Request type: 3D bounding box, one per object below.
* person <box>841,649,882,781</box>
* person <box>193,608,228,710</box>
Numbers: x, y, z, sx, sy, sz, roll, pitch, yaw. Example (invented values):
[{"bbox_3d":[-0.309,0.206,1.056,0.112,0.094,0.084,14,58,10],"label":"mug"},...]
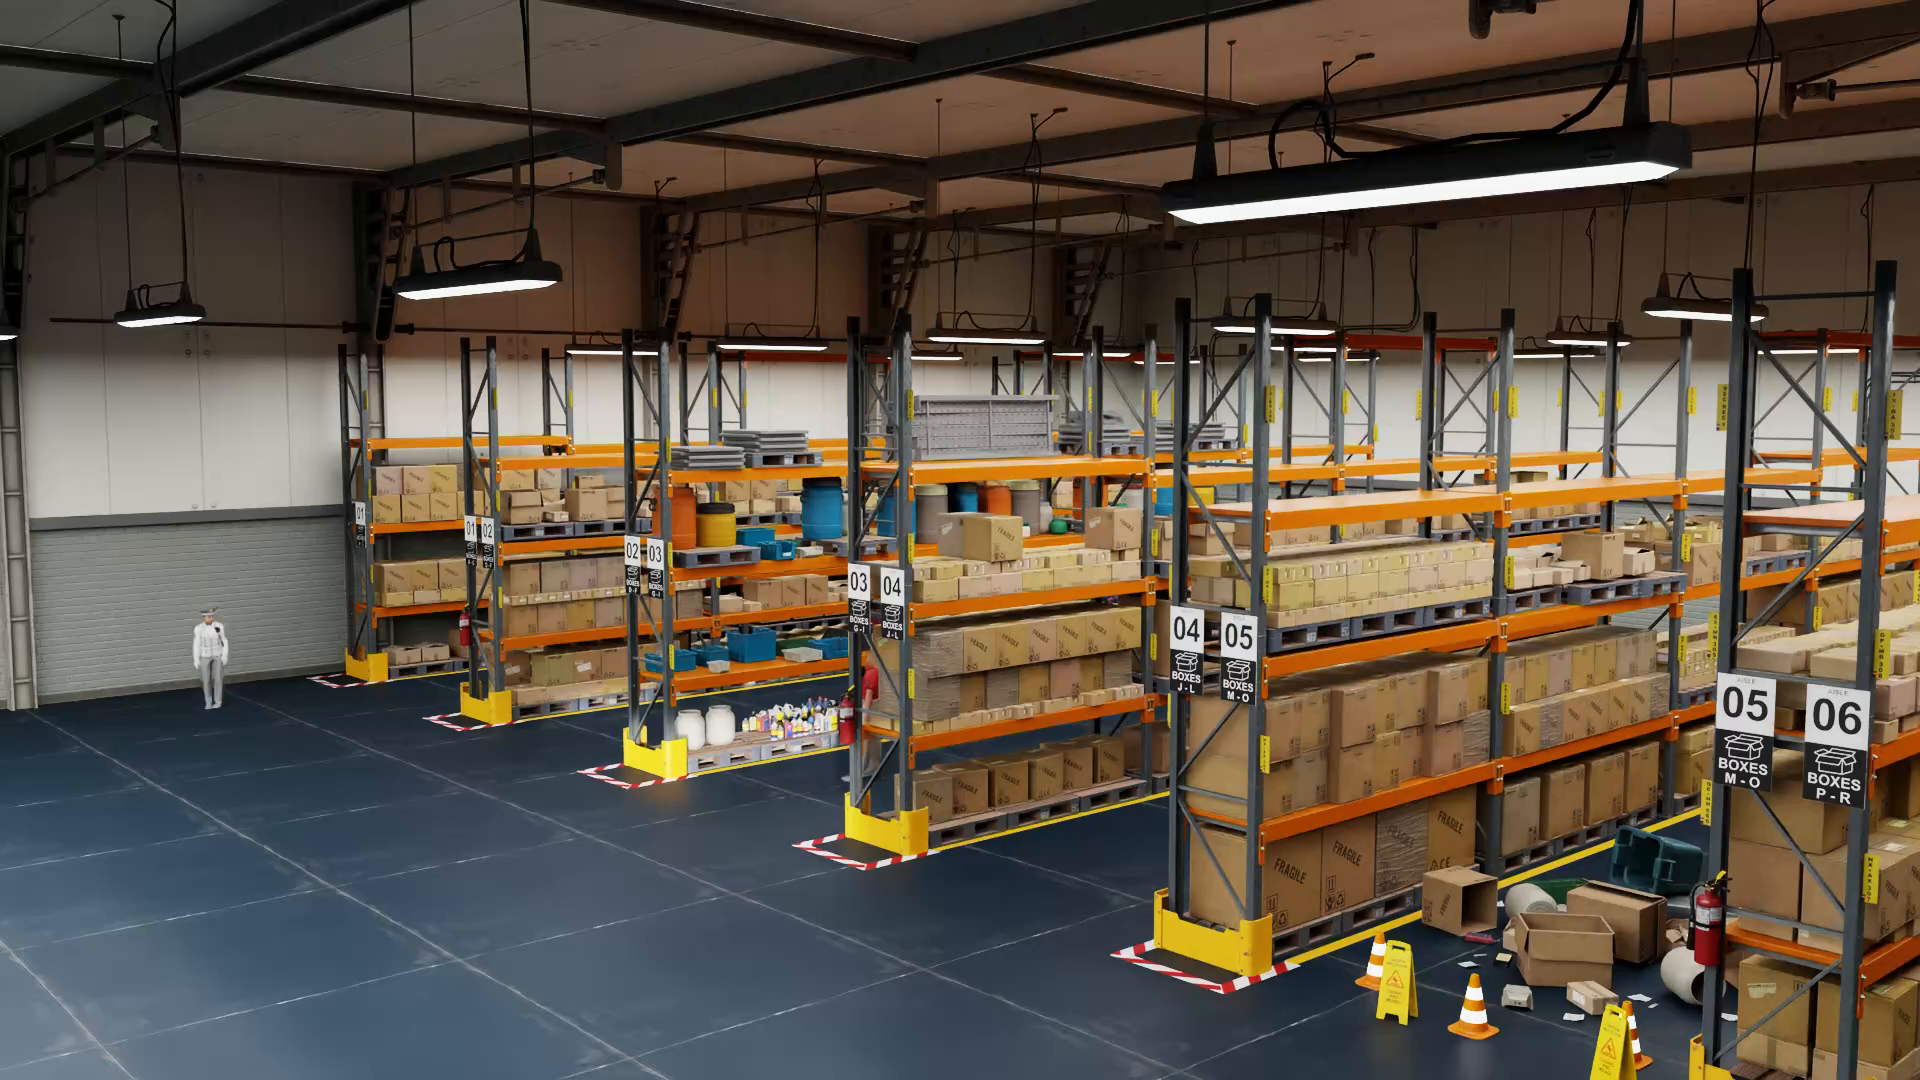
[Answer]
[{"bbox_3d":[-1.269,2.318,22.244,0.454,1.744,0.679,2,5,21],"label":"person"},{"bbox_3d":[-12.179,1.923,27.033,0.521,1.675,0.383,-3,6,-29],"label":"person"}]
